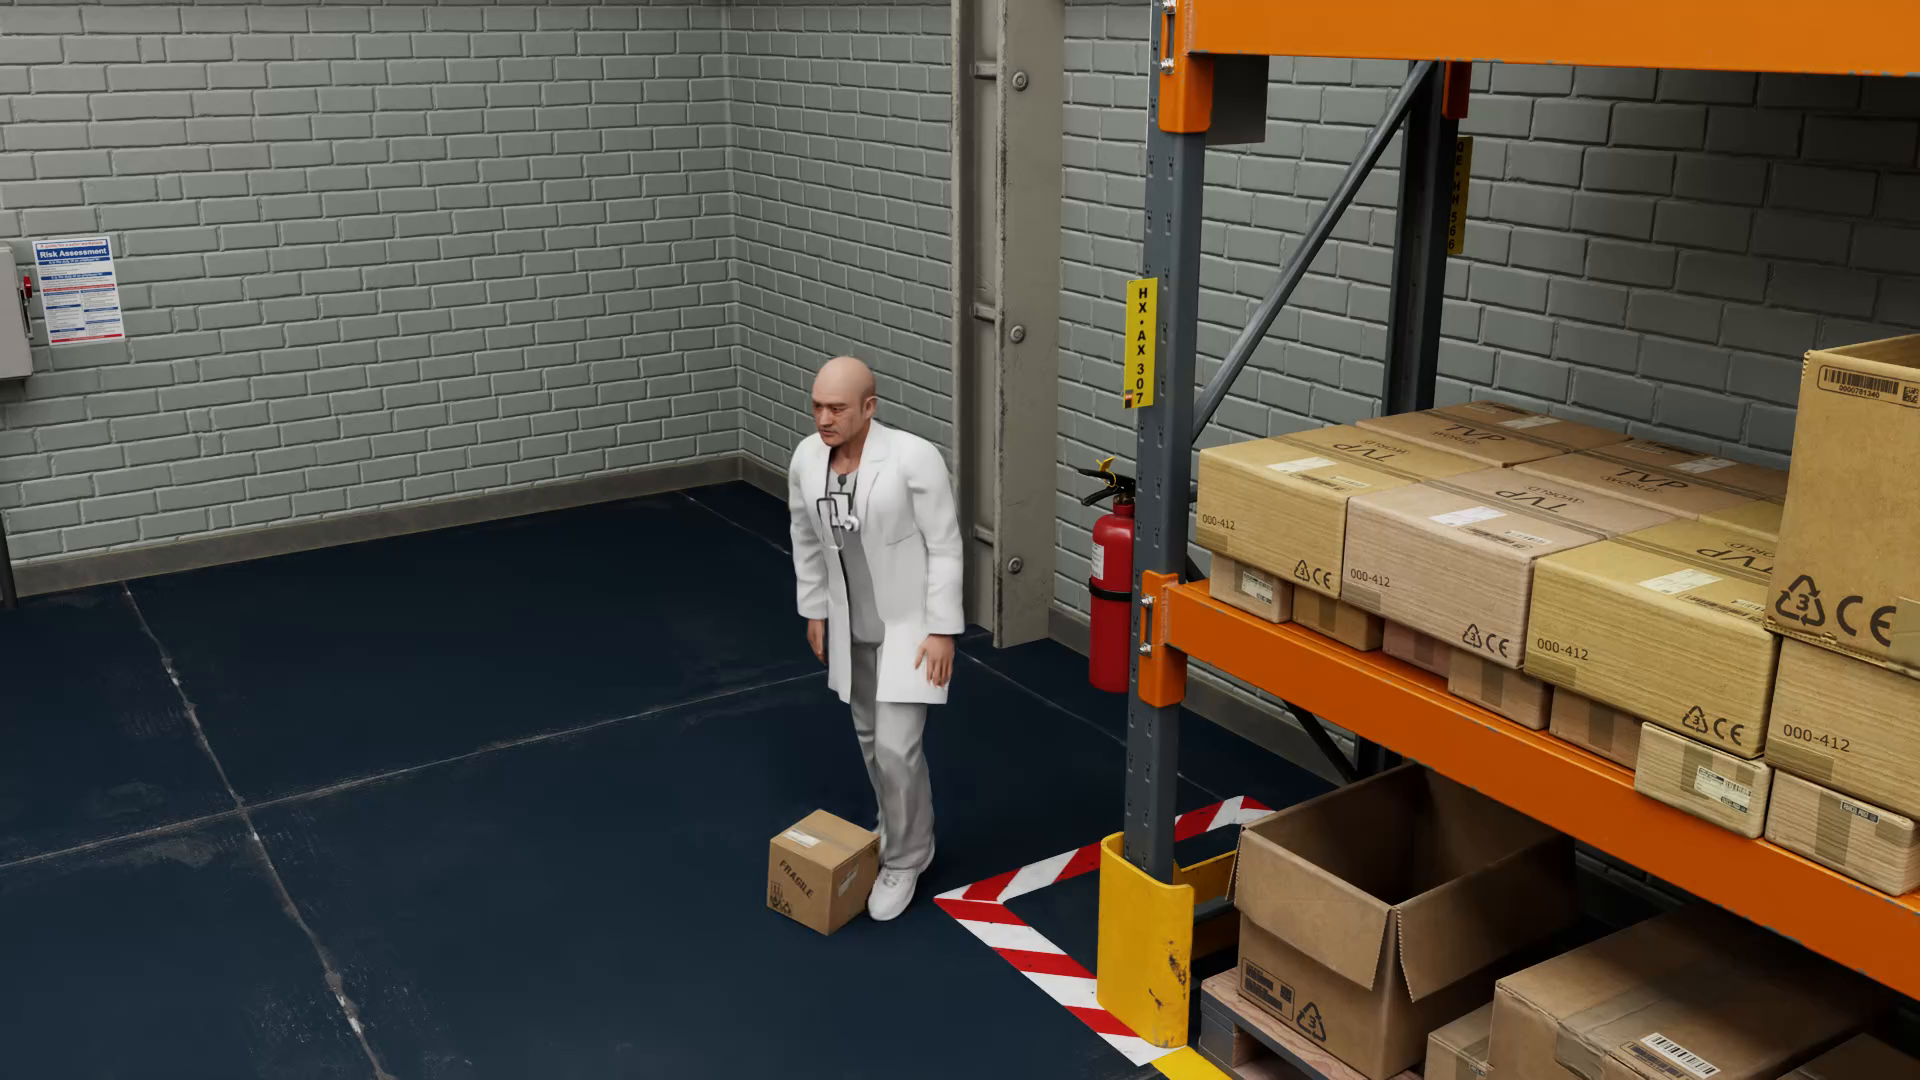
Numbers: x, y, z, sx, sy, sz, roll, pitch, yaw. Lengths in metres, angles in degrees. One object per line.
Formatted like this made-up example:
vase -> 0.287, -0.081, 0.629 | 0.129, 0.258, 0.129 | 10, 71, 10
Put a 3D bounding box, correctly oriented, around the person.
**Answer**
person -> -0.231, 0.268, 5.243 | 0.634, 1.772, 0.606 | 11, 21, 30
